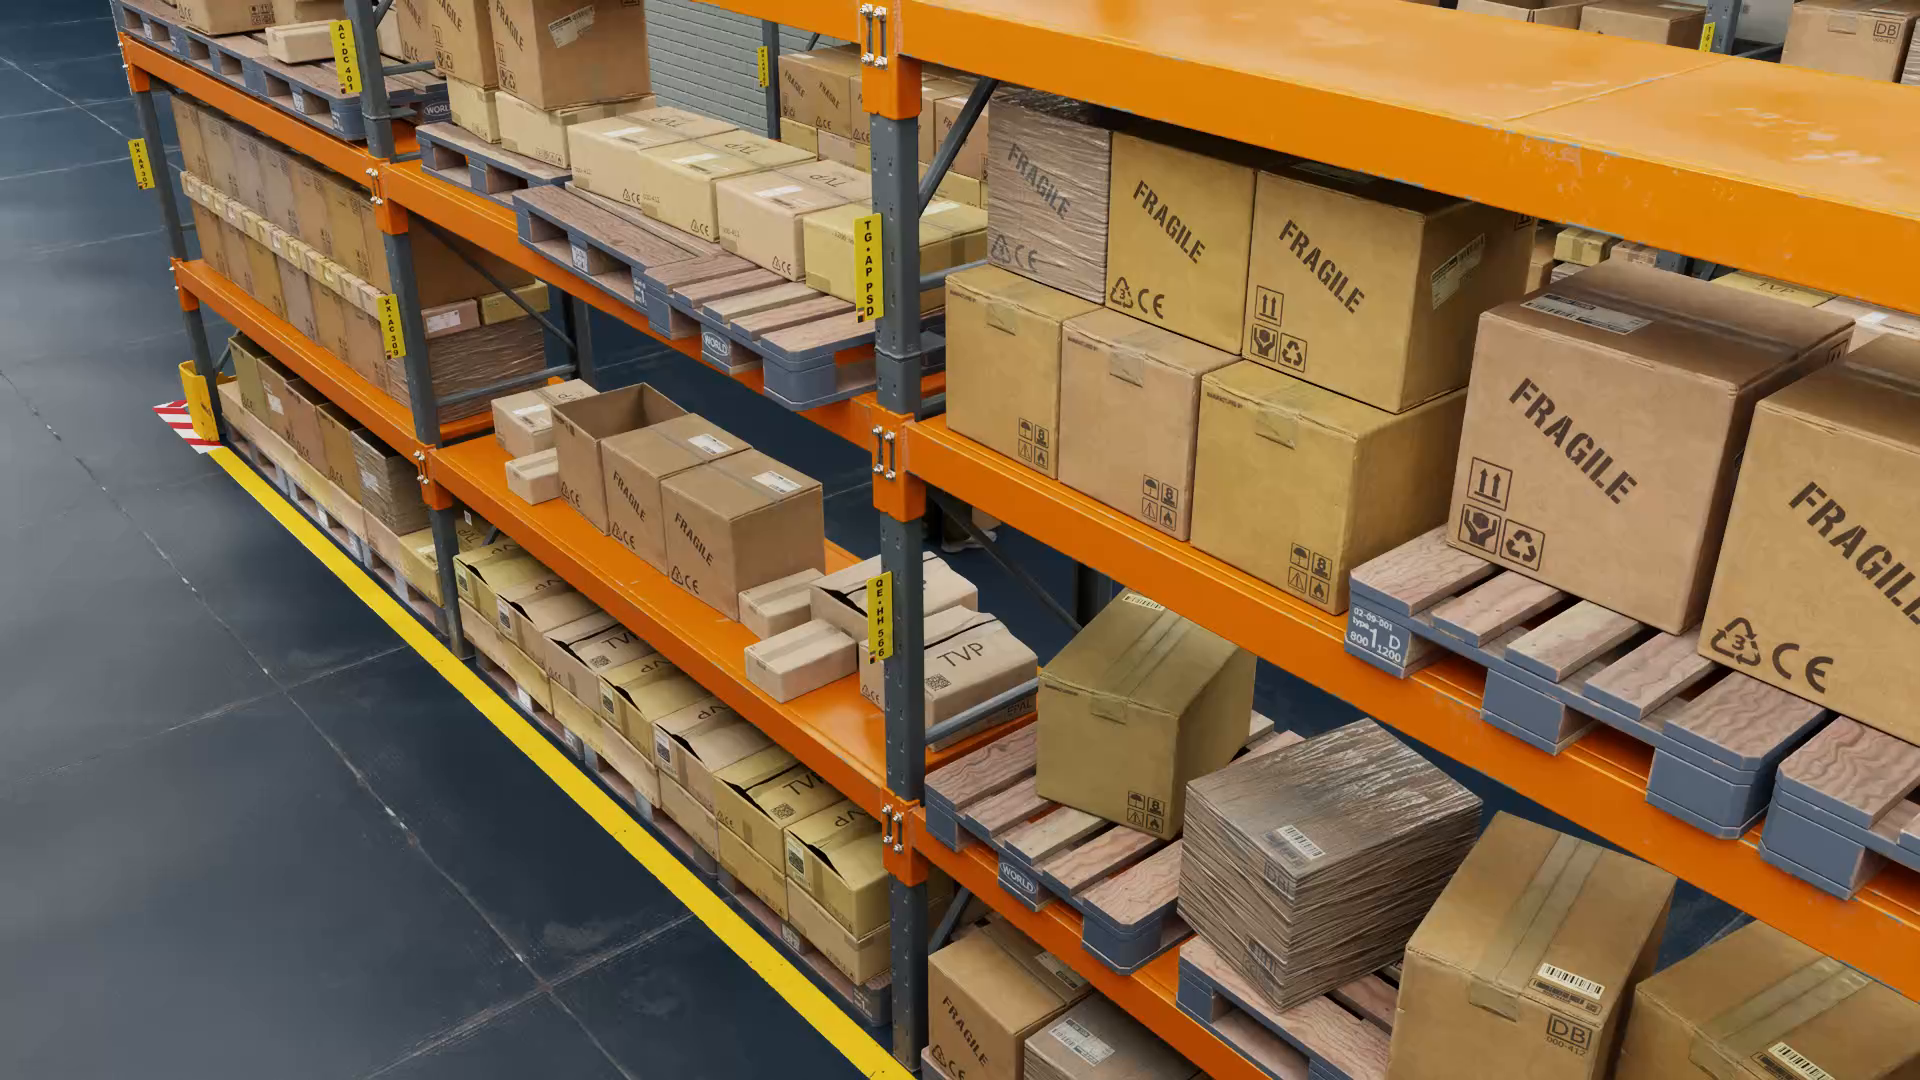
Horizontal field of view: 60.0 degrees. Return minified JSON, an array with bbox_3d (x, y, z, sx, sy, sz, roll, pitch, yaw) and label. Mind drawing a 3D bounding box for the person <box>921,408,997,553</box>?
[{"bbox_3d":[-0.093,-0.806,10.164,0.422,1.774,0.642,-22,35,-35],"label":"person"}]
